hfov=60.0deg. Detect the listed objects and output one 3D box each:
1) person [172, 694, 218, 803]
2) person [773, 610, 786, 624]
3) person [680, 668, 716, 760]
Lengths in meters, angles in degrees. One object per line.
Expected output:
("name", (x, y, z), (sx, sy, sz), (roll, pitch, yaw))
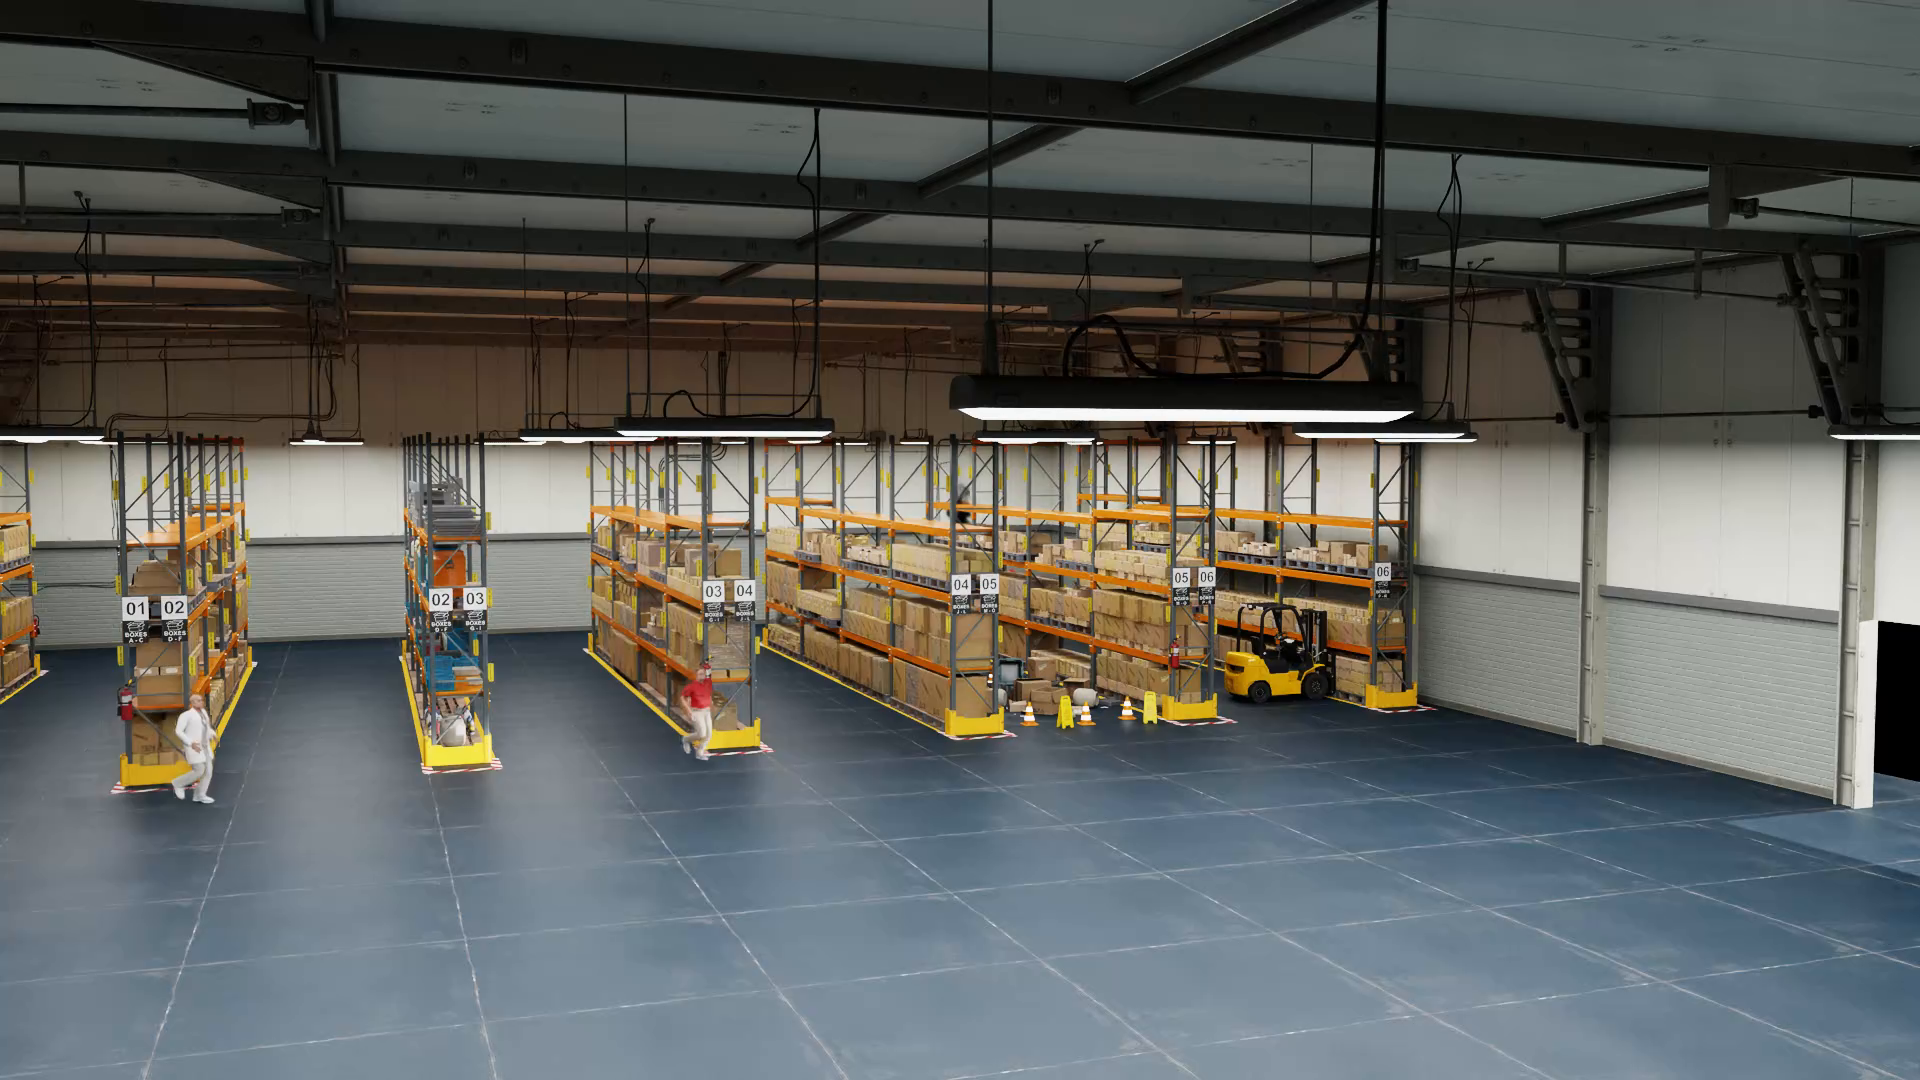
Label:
("person", (-12.368, 3.364, 26.870), (0.683, 1.754, 0.736), (1, 3, 13))
("person", (-5.386, 2.133, 49.679), (0.609, 1.691, 0.666), (0, 3, -6))
("person", (-4.782, 3.199, 30.550), (0.603, 1.682, 0.676), (2, 4, 38))
